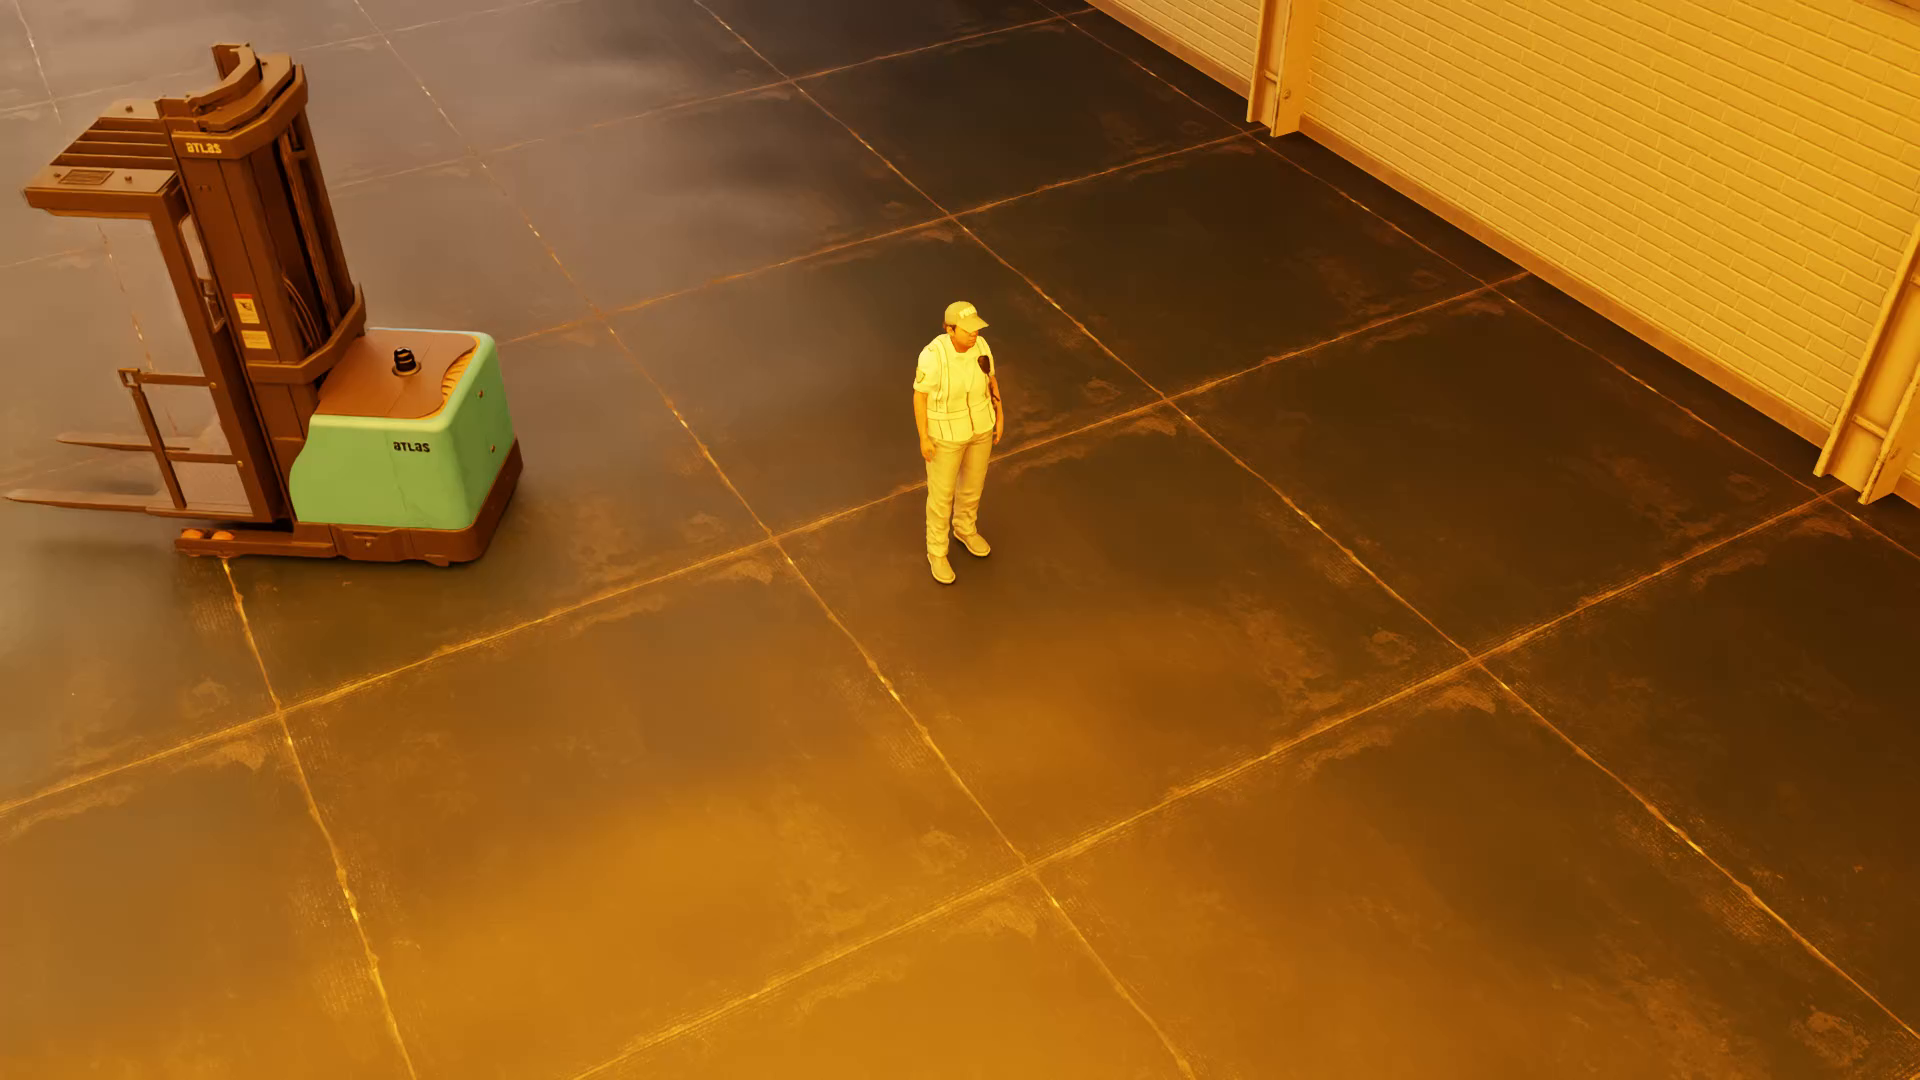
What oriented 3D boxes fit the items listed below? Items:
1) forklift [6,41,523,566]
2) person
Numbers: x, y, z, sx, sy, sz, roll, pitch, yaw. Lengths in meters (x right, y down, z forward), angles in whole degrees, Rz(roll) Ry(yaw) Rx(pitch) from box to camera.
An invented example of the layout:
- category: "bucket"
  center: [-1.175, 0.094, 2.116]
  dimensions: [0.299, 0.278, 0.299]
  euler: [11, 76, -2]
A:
- category: "forklift"
  center: [-4.378, -1.349, 9.663]
  dimensions: [3.031, 2.935, 1.130]
  euler: [3, 40, 4]
- category: "person"
  center: [0.019, -0.598, 9.735]
  dimensions: [0.598, 1.670, 0.529]
  euler: [-20, 44, -23]
